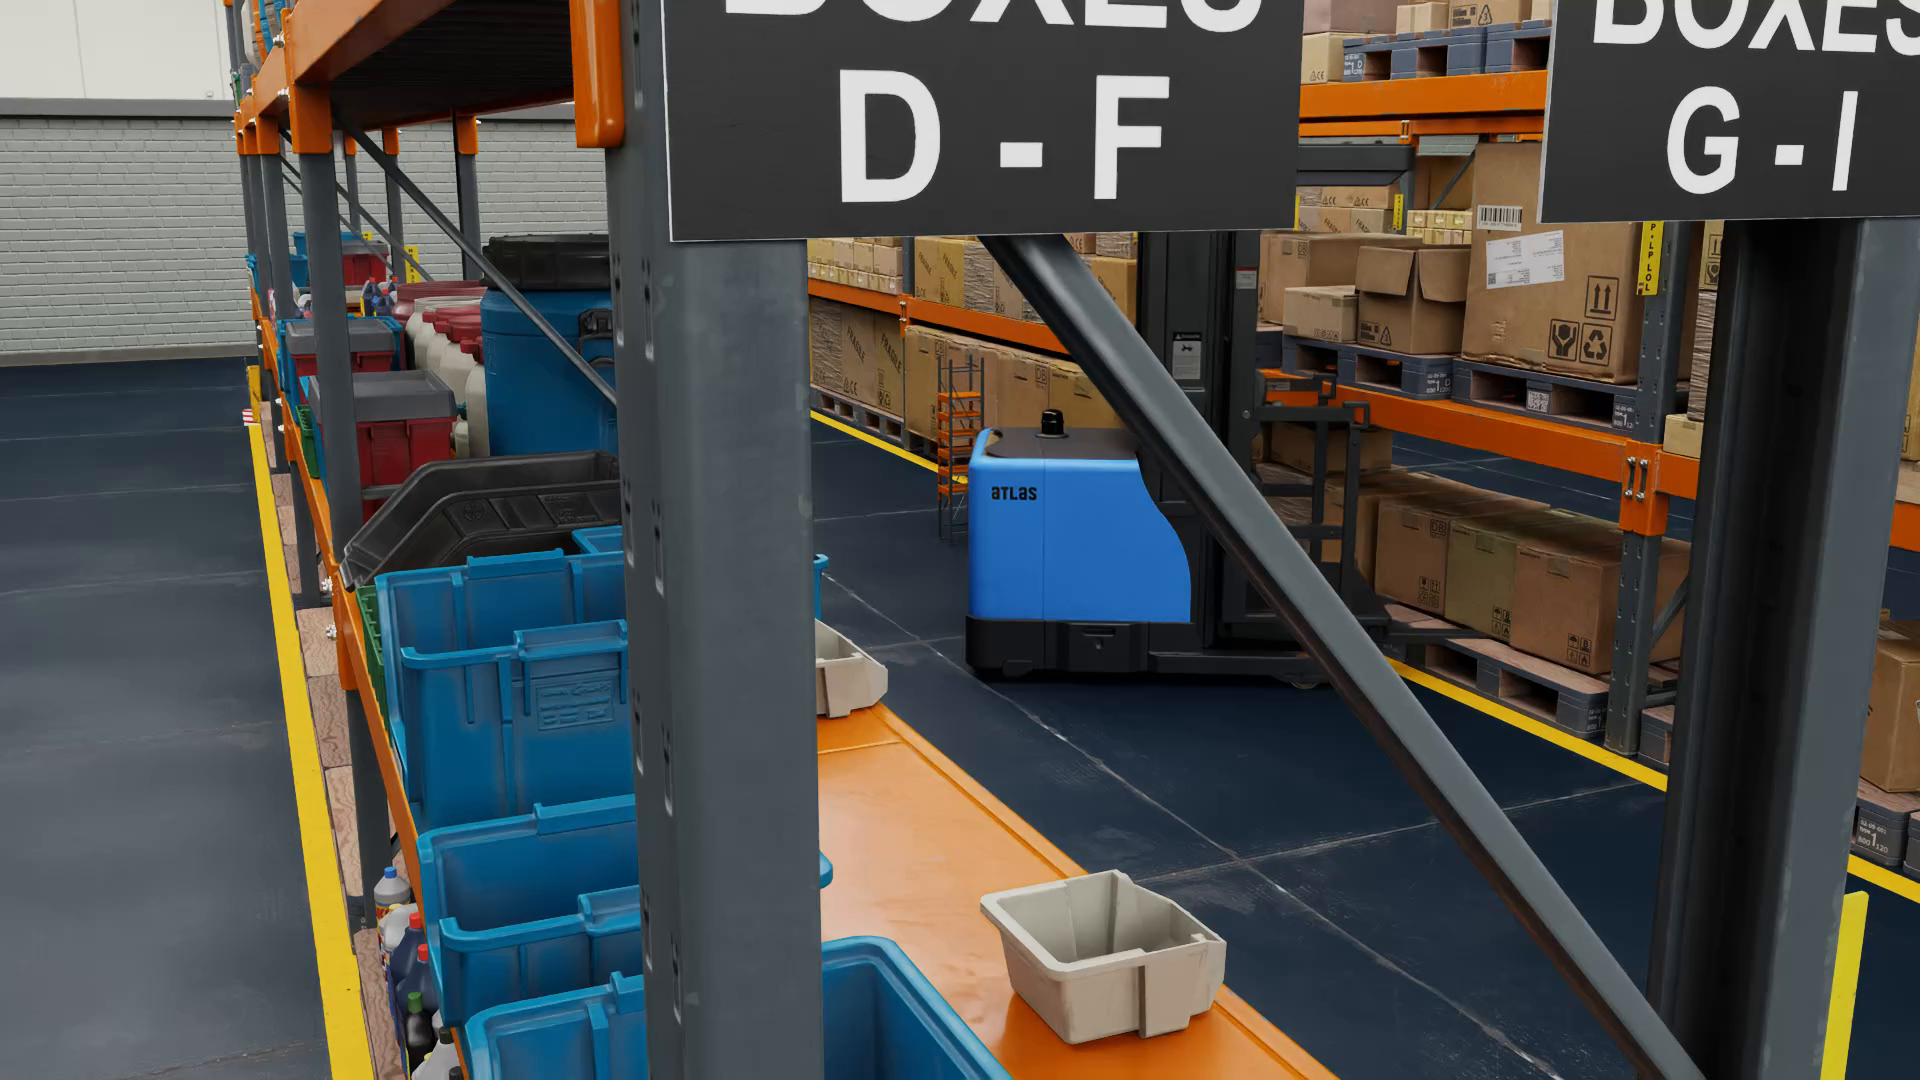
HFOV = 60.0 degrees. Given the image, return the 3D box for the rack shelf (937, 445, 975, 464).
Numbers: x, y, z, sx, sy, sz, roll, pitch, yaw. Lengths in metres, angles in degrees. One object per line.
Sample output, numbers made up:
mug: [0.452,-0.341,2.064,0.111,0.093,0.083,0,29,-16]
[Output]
rack shelf: [0.006,-0.538,10.732,0.258,0.103,0.180,-6,14,-23]

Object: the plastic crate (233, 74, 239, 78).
plastic crate: [-5.194,-3.353,12.425,0.416,0.233,0.300,-6,14,-23]

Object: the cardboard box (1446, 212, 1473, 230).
cardboard box: [4.541,-2.828,14.741,0.380,0.149,0.250,-5,14,-22]

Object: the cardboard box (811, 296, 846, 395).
cardboard box: [-0.907,-1.945,16.400,0.875,0.875,0.875,-6,14,-23]

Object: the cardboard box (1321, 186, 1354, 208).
cardboard box: [3.939,-3.549,16.451,0.500,0.500,0.500,-6,14,-25]

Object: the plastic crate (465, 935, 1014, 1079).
plastic crate: [-0.204,0.661,1.691,0.499,0.251,0.616,-6,14,-23]

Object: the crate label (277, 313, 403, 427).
crate label: [-2.784,-0.775,7.489,0.502,0.435,0.616,-6,14,-23]

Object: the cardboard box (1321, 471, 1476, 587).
cardboard box: [2.358,-0.065,9.067,0.700,0.500,0.500,-4,14,-18]

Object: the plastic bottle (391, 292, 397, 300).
plastic bottle: [-3.680,-1.494,10.948,0.152,0.276,0.135,-6,14,-23]

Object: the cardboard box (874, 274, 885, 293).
cardboard box: [-0.524,-2.226,14.392,0.380,0.149,0.250,-5,14,-22]

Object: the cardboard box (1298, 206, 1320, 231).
cardboard box: [3.729,-3.167,17.020,0.500,0.500,0.500,-6,14,-23]

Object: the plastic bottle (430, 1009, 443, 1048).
plastic bottle: [-1.220,1.224,4.006,0.097,0.271,0.097,0,13,0]

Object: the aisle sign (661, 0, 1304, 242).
aisle sign: [0.027,-0.560,0.871,0.394,0.787,0.004,-6,14,-23]

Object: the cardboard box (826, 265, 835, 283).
cardboard box: [-1.037,-2.491,15.537,0.380,0.149,0.250,-5,14,-22]

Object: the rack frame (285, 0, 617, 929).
rack frame: [-1.332,-0.161,4.915,1.000,3.000,0.127,-6,14,-23]

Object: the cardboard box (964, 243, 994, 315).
cardboard box: [0.359,-1.986,12.575,0.500,0.500,0.500,-6,14,-24]

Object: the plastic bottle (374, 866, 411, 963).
plastic bottle: [-1.606,1.059,4.718,0.097,0.271,0.097,0,13,0]

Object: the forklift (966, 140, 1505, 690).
forklift: [1.568,-0.845,8.021,3.031,2.935,1.130,1,13,4]

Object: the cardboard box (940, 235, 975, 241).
cardboard box: [0.265,-2.668,13.298,0.797,0.503,0.637,-6,14,-24]

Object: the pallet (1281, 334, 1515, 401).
pallet: [2.434,-0.937,8.689,1.003,0.211,1.213,-6,14,-23]

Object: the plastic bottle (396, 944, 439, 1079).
plastic bottle: [-1.313,1.158,4.113,0.144,0.351,0.185,-6,14,-25]

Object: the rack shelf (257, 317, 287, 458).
rack shelf: [-3.735,-1.051,10.352,1.077,0.370,4.000,-6,14,-23]

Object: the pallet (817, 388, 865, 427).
pallet: [-0.724,-1.320,16.104,1.003,0.211,1.213,-6,14,-23]

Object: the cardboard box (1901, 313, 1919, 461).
cardboard box: [3.498,-0.597,5.917,0.875,0.500,0.500,-6,14,-23]

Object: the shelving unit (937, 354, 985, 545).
shelving unit: [0.006,-0.582,10.722,0.258,1.200,0.189,-6,14,-23]

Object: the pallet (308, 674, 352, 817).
pallet: [-2.175,0.786,7.006,1.003,0.211,1.213,-6,14,-23]

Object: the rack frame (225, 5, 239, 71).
rack frame: [-6.139,-5.563,14.951,1.000,3.000,0.127,-6,14,-23]

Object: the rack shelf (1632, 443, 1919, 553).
rack shelf: [4.007,0.155,5.144,1.077,0.370,4.000,-6,14,-23]

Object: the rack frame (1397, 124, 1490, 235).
rack frame: [4.587,-2.689,15.835,1.000,3.000,0.127,-6,14,-23]

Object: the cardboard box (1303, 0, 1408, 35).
cardboard box: [1.964,-2.860,8.593,0.500,0.500,0.500,-6,14,-25]

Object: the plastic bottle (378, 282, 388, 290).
plastic bottle: [-4.083,-1.702,11.845,0.152,0.276,0.135,-6,14,-23]

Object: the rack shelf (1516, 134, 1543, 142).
rack shelf: [8.281,-4.681,19.385,1.077,0.370,4.000,-6,14,-23]

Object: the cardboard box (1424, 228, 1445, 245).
cardboard box: [4.429,-2.740,15.021,0.380,0.149,0.250,-6,14,-24]

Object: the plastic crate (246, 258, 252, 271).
plastic crate: [-6.078,-2.372,14.703,0.416,0.233,0.300,-6,14,-23]

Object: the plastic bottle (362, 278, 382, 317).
plastic bottle: [-3.927,-1.579,11.148,0.144,0.351,0.185,-6,14,-23]

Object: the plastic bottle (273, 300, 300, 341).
plastic bottle: [-4.236,-1.385,10.475,0.152,0.276,0.135,-6,14,-23]

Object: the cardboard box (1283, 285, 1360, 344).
cardboard box: [2.065,-1.200,8.802,0.500,0.250,0.500,-6,14,-25]

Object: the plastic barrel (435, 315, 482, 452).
plastic barrel: [-1.808,-0.597,6.494,0.433,0.535,0.433,0,13,0]

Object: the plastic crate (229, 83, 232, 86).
plastic crate: [-6.240,-3.934,14.851,0.497,0.269,0.590,-6,14,-23]

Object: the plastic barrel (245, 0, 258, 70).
plastic barrel: [-3.091,-2.412,7.738,0.421,0.512,0.421,0,13,0]

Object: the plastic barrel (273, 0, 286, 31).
plastic barrel: [-1.735,-1.953,4.890,0.600,0.901,0.708,-6,14,-23]

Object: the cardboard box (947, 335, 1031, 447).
cardboard box: [0.635,-1.116,12.821,1.225,0.875,0.875,-6,14,-25]

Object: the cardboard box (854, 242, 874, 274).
cardboard box: [-0.625,-2.508,14.726,0.500,0.250,0.500,-5,14,-21]

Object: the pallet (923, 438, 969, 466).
pallet: [0.380,-0.751,13.644,1.003,0.211,1.213,-6,14,-23]

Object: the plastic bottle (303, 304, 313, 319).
plastic bottle: [-3.887,-1.263,9.935,0.061,0.283,0.133,-6,14,-23]

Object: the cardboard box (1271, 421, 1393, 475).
cardboard box: [2.122,-0.553,9.511,0.500,0.250,0.500,-4,14,-17]

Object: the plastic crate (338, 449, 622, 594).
plastic crate: [-1.239,-0.012,4.405,0.767,0.338,0.504,-6,14,-23]

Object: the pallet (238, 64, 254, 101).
pallet: [-4.133,-3.031,11.078,1.213,0.211,1.003,-6,14,-23]

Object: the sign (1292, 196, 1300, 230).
sign: [2.097,-2.012,10.517,0.100,0.325,0.005,-6,14,-23]

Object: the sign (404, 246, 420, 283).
sign: [-4.032,-1.998,12.238,0.100,0.325,0.005,-6,14,-23]
